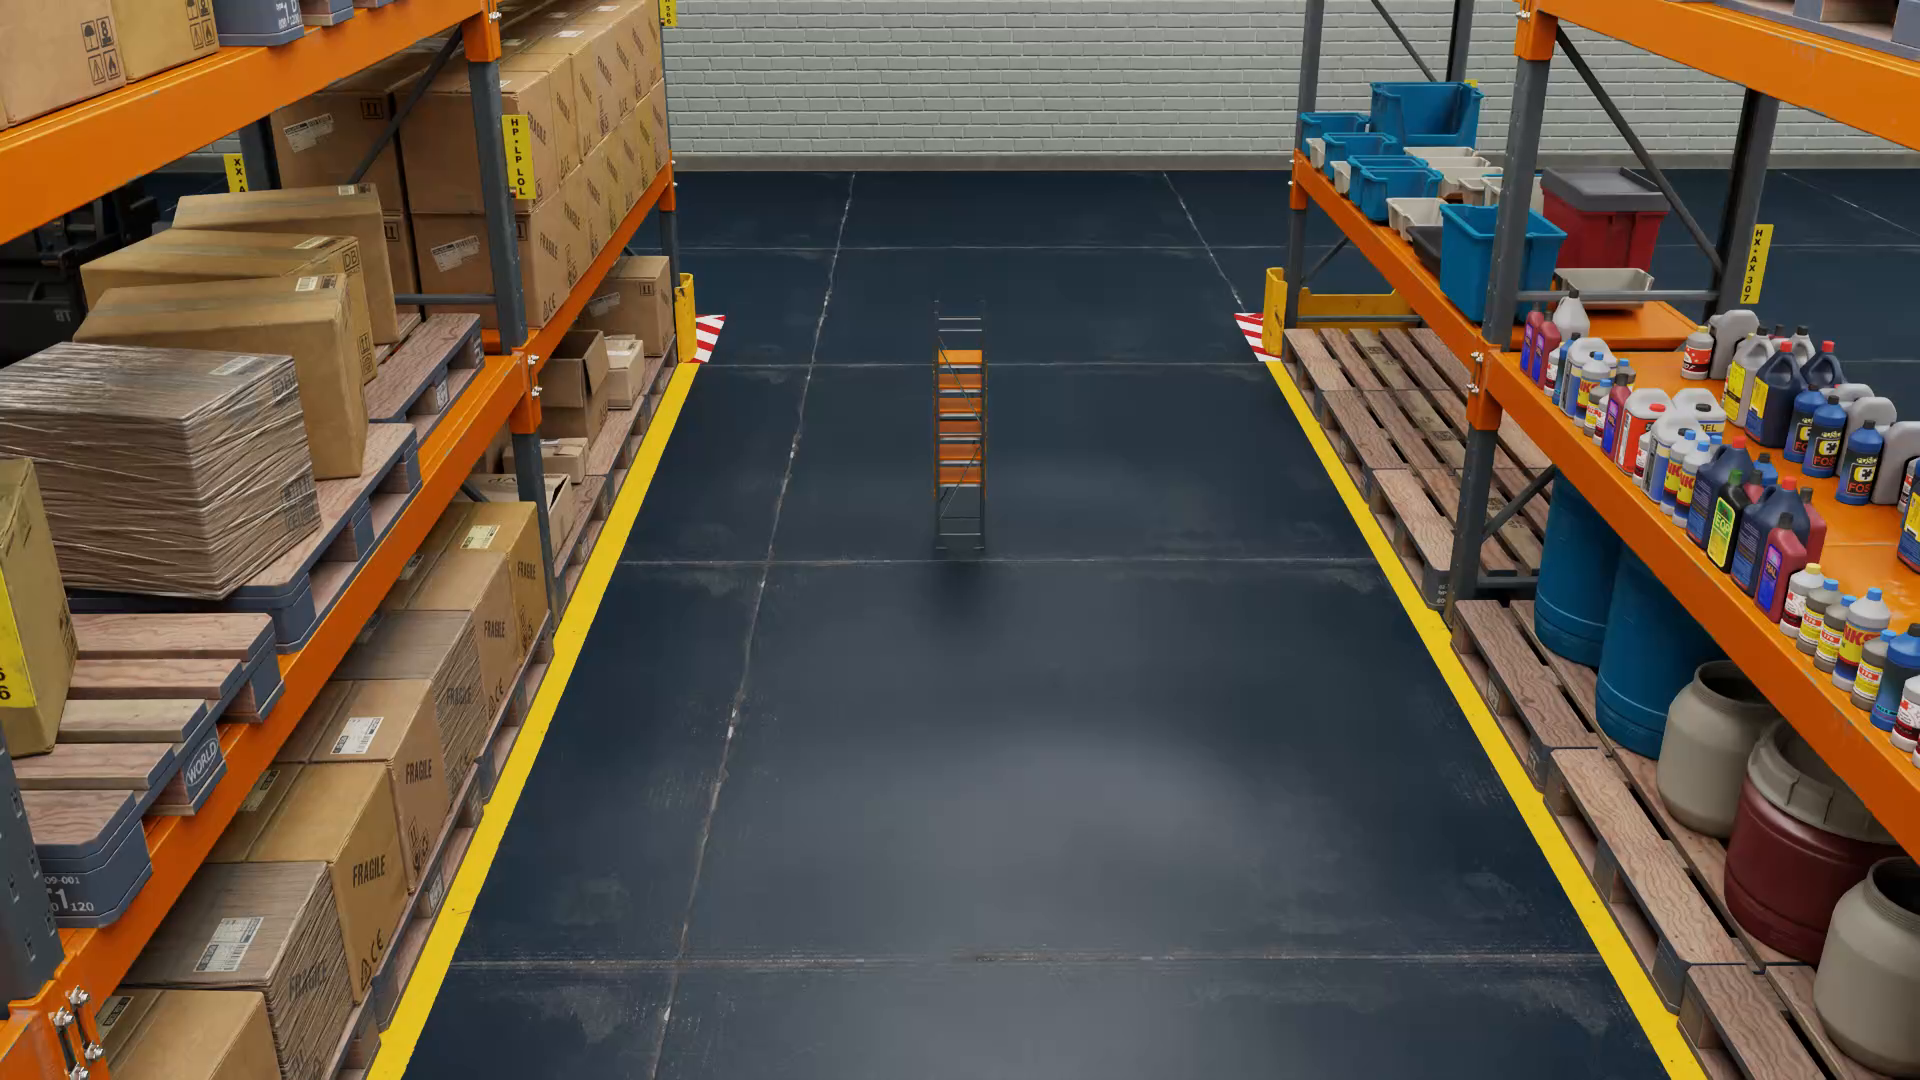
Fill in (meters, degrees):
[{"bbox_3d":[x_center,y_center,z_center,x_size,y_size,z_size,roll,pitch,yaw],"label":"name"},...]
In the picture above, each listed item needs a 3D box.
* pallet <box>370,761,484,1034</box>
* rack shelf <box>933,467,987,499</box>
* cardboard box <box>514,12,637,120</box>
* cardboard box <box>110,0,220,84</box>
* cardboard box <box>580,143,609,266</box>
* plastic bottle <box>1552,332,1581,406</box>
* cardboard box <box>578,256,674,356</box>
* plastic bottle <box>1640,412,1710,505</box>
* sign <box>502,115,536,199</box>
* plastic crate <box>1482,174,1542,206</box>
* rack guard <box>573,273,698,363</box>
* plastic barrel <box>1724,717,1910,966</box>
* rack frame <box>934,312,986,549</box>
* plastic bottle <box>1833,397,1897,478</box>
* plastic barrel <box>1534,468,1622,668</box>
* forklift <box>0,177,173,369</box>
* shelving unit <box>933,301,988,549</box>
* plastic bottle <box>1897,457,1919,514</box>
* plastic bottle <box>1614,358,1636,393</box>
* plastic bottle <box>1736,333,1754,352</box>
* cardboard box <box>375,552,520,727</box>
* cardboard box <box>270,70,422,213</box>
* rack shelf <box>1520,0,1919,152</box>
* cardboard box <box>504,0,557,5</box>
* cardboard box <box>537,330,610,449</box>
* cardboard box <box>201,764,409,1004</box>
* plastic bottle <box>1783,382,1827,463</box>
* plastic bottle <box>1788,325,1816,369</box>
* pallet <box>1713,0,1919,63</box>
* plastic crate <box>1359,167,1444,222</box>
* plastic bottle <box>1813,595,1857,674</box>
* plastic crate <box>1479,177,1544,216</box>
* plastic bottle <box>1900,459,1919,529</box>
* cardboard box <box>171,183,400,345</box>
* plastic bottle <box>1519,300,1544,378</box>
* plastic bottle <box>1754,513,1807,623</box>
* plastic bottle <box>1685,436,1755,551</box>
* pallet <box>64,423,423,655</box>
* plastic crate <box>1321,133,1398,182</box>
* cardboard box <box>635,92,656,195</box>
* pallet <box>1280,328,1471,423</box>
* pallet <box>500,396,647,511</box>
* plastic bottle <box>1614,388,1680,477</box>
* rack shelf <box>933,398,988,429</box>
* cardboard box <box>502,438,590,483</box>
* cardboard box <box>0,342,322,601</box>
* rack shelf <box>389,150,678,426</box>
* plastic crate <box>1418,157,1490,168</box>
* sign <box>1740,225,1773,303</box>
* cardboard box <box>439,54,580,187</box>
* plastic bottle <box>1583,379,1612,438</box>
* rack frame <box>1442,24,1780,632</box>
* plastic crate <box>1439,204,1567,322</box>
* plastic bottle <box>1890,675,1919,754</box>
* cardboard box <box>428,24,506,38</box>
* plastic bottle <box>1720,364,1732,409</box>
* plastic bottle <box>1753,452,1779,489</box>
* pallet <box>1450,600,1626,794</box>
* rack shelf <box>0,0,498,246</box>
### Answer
[{"bbox_3d":[-2.222,1.140,5.473,1.003,0.211,1.213,0,24,-1],"label":"pallet"},{"bbox_3d":[0.000,-0.282,8.107,0.258,0.103,0.180,0,24,-1],"label":"rack shelf"},{"bbox_3d":[-2.032,-2.515,8.836,0.500,0.500,0.500,0,24,1],"label":"cardboard box"},{"bbox_3d":[-2.291,-1.338,3.806,0.910,0.500,0.500,0,24,-1],"label":"cardboard box"},{"bbox_3d":[-2.030,-1.644,8.123,0.500,0.500,0.500,0,24,-1],"label":"cardboard box"},{"bbox_3d":[2.267,-0.636,6.173,0.097,0.271,0.097,0,24,0],"label":"plastic bottle"},{"bbox_3d":[-2.076,-1.456,10.330,0.500,0.500,0.500,0,24,-1],"label":"cardboard box"},{"bbox_3d":[2.305,-0.264,5.345,0.152,0.276,0.135,0,24,-1],"label":"plastic bottle"},{"bbox_3d":[-1.730,-1.501,6.524,0.100,0.325,0.005,0,24,-1],"label":"sign"},{"bbox_3d":[2.903,-1.745,8.598,0.416,0.233,0.300,0,24,-1],"label":"plastic crate"},{"bbox_3d":[-2.328,-1.448,10.844,1.175,0.500,0.348,0,24,-1],"label":"rack guard"},{"bbox_3d":[2.677,0.898,5.040,0.600,0.588,0.708,0,24,-1],"label":"plastic barrel"},{"bbox_3d":[0.001,-0.503,7.906,0.240,1.200,0.006,0,24,-1],"label":"rack frame"},{"bbox_3d":[3.007,-0.359,5.554,0.152,0.276,0.135,0,24,-1],"label":"plastic bottle"},{"bbox_3d":[2.657,-0.001,6.650,0.600,0.901,0.708,0,24,-1],"label":"plastic barrel"},{"bbox_3d":[-4.807,-1.611,8.255,1.130,2.935,3.031,1,24,2],"label":"forklift"},{"bbox_3d":[0.000,-0.541,7.990,0.258,1.200,0.189,0,24,-1],"label":"shelving unit"},{"bbox_3d":[3.038,-0.182,5.253,0.097,0.201,0.097,0,24,0],"label":"plastic bottle"},{"bbox_3d":[2.421,-0.565,6.100,0.097,0.201,0.097,0,24,0],"label":"plastic bottle"},{"bbox_3d":[3.024,-0.691,6.379,0.097,0.201,0.097,0,24,0],"label":"plastic bottle"},{"bbox_3d":[-1.996,0.375,6.281,0.500,0.500,0.500,0,24,0],"label":"cardboard box"},{"bbox_3d":[-2.549,-1.678,6.985,0.500,0.500,0.500,0,24,0],"label":"cardboard box"},{"bbox_3d":[2.690,-1.205,4.508,1.077,0.370,4.000,0,24,-1],"label":"rack shelf"},{"bbox_3d":[-2.588,-2.935,9.765,0.500,0.500,0.500,0,24,1],"label":"cardboard box"},{"bbox_3d":[-2.311,-0.807,8.889,0.797,0.503,0.637,0,24,-1],"label":"cardboard box"},{"bbox_3d":[-1.972,1.006,4.885,0.500,0.500,0.500,-1,24,-1],"label":"cardboard box"},{"bbox_3d":[2.881,-0.404,5.660,0.097,0.271,0.097,0,24,0],"label":"plastic bottle"},{"bbox_3d":[3.005,-0.591,5.976,0.144,0.351,0.185,0,24,-1],"label":"plastic bottle"},{"bbox_3d":[2.790,-1.481,4.474,1.003,0.211,1.213,0,24,-1],"label":"pallet"},{"bbox_3d":[2.316,-1.820,8.765,0.416,0.233,0.300,0,24,-1],"label":"plastic crate"},{"bbox_3d":[2.290,0.240,4.319,0.097,0.201,0.097,0,24,0],"label":"plastic bottle"},{"bbox_3d":[2.836,-1.594,8.205,0.437,0.282,0.530,0,24,-1],"label":"plastic crate"},{"bbox_3d":[2.978,-0.158,5.116,0.097,0.271,0.097,0,24,0],"label":"plastic bottle"},{"bbox_3d":[-2.504,-1.010,6.213,0.700,0.500,0.500,-9,26,-18],"label":"cardboard box"},{"bbox_3d":[2.245,-0.784,6.485,0.061,0.283,0.133,0,24,-1],"label":"plastic bottle"},{"bbox_3d":[2.268,0.075,4.585,0.061,0.283,0.133,0,24,-1],"label":"plastic bottle"},{"bbox_3d":[2.305,-0.152,5.006,0.144,0.351,0.185,0,24,-1],"label":"plastic bottle"},{"bbox_3d":[-2.267,-0.035,4.921,1.003,0.211,1.213,0,24,-1],"label":"pallet"},{"bbox_3d":[2.305,-2.215,9.638,0.416,0.233,0.300,0,24,-1],"label":"plastic crate"},{"bbox_3d":[-2.042,-2.266,9.500,0.500,0.500,0.500,0,24,0],"label":"cardboard box"},{"bbox_3d":[2.595,-1.028,10.267,1.003,0.211,1.213,0,24,-1],"label":"pallet"},{"bbox_3d":[-2.308,-0.486,9.068,1.003,0.211,1.213,0,24,-1],"label":"pallet"},{"bbox_3d":[2.302,-0.360,5.556,0.152,0.276,0.135,0,24,-1],"label":"plastic bottle"},{"bbox_3d":[0.000,-0.610,7.958,0.258,0.103,0.180,0,24,-1],"label":"rack shelf"},{"bbox_3d":[-2.093,-0.409,8.420,0.380,0.166,0.250,0,24,-1],"label":"cardboard box"},{"bbox_3d":[-2.180,-0.195,4.410,0.700,0.500,0.500,4,25,9],"label":"cardboard box"},{"bbox_3d":[-2.307,-1.466,8.724,1.077,0.370,4.000,0,24,-1],"label":"rack shelf"},{"bbox_3d":[2.803,-2.091,9.481,0.396,0.136,0.243,0,24,-1],"label":"plastic crate"},{"bbox_3d":[3.218,-1.118,6.746,0.100,0.325,0.005,0,24,-1],"label":"sign"},{"bbox_3d":[-2.015,-1.879,7.429,0.500,0.500,0.500,-1,24,-2],"label":"cardboard box"},{"bbox_3d":[2.271,-0.469,5.887,0.097,0.201,0.097,0,24,0],"label":"plastic bottle"},{"bbox_3d":[2.668,-0.990,6.800,1.000,3.000,0.127,0,24,-1],"label":"rack frame"},{"bbox_3d":[2.322,-1.201,7.212,0.392,0.384,0.575,0,24,-1],"label":"plastic crate"},{"bbox_3d":[2.294,0.401,3.965,0.097,0.201,0.097,0,24,0],"label":"plastic bottle"},{"bbox_3d":[-2.567,-2.304,8.370,0.500,0.500,0.500,0,24,-1],"label":"cardboard box"},{"bbox_3d":[2.875,-0.580,6.134,0.097,0.201,0.097,0,24,0],"label":"plastic bottle"},{"bbox_3d":[2.425,-0.135,5.064,0.097,0.271,0.097,0,24,0],"label":"plastic bottle"},{"bbox_3d":[2.635,0.598,6.671,1.003,0.211,1.213,0,24,-1],"label":"pallet"},{"bbox_3d":[-2.263,-1.184,4.462,1.077,0.370,4.000,0,24,-1],"label":"rack shelf"}]
